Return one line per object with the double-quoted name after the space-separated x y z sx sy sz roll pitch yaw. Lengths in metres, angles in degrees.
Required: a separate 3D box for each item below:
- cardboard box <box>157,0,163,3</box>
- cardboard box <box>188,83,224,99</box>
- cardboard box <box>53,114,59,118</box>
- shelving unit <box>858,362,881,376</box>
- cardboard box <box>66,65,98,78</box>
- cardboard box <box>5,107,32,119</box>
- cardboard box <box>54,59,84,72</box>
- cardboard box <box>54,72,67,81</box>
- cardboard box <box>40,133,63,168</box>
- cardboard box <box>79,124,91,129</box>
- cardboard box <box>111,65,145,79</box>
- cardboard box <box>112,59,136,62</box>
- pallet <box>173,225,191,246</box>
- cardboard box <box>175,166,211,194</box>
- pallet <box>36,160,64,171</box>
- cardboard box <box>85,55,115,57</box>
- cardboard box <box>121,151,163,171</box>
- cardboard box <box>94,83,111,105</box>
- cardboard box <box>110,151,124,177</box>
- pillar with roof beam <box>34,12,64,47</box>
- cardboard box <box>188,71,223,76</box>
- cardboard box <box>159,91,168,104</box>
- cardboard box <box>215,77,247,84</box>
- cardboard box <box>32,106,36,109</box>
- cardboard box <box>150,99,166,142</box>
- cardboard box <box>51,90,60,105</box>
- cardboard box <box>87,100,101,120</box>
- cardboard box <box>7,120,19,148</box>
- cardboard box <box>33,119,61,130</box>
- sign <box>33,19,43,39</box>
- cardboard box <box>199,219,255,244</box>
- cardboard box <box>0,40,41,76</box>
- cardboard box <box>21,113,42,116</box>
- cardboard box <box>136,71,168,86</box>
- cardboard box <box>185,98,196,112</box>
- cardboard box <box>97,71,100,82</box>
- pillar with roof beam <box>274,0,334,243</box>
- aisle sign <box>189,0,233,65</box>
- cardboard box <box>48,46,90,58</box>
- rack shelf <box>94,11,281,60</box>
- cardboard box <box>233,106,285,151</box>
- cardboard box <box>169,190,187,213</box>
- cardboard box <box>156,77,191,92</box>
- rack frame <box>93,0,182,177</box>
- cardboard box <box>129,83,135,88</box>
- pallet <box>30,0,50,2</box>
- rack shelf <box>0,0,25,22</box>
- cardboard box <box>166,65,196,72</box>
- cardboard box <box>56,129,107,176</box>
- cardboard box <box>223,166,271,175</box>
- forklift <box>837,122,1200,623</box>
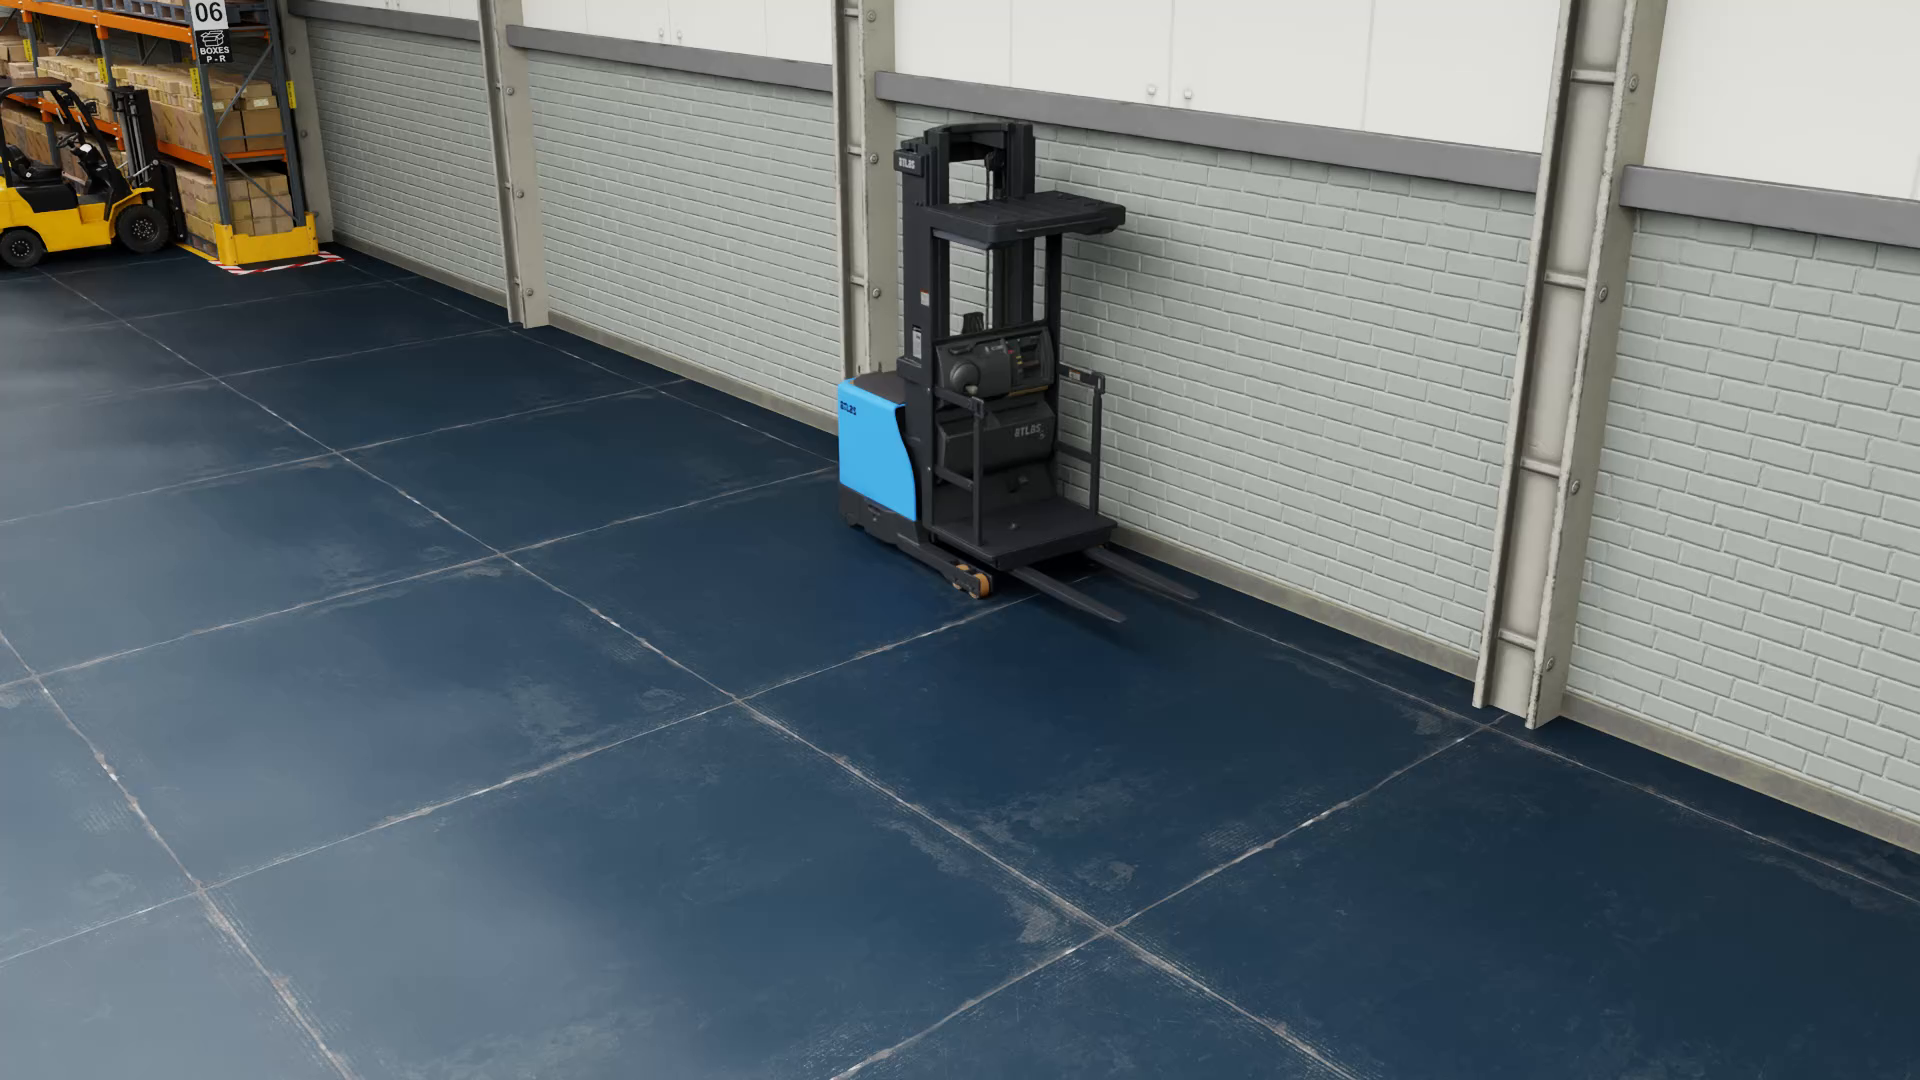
-9.727 -6.798 20.586 0.396 0.266 0.258 -17 27 -37 "cardboard box"
-9.369 -5.592 20.713 0.380 0.149 0.250 -17 27 -37 "cardboard box"
-15.002 -7.102 27.965 0.380 0.149 0.250 -17 27 -37 "cardboard box"
-0.601 -0.798 12.573 0.215 1.050 0.252 -14 24 -32 "shelving unit"
-12.881 -6.891 24.438 0.380 0.149 0.250 -18 28 -39 "cardboard box"
-16.176 -7.355 28.613 0.380 0.149 0.250 -19 28 -40 "cardboard box"
-13.485 -7.188 25.197 0.380 0.149 0.250 -17 27 -37 "cardboard box"
-13.255 -6.900 25.008 0.500 0.250 0.500 -18 28 -39 "cardboard box"
-14.452 -6.303 26.814 0.500 0.500 0.500 -16 27 -36 "cardboard box"
-14.117 -6.757 27.086 0.380 0.149 0.250 -16 26 -35 "cardboard box"
-11.419 -6.429 22.850 0.380 0.149 0.250 -17 27 -36 "cardboard box"
-12.718 -7.189 25.200 0.380 0.149 0.250 -18 28 -38 "cardboard box"
-10.114 -4.235 22.507 1.003 0.211 1.213 -17 27 -37 "pallet"
-10.003 -4.706 21.708 0.500 0.250 0.500 -17 27 -37 "cardboard box"
-14.472 -6.122 27.326 1.003 0.211 1.213 -17 27 -37 "pallet"
-13.392 -7.467 25.908 0.380 0.149 0.250 -17 27 -36 "cardboard box"
-11.324 -5.273 23.156 0.500 0.250 0.500 -18 28 -38 "cardboard box"
-11.916 -6.338 23.573 0.500 0.250 0.500 -18 28 -39 "cardboard box"
-11.751 -5.331 24.163 0.875 0.625 0.625 -16 26 -35 "cardboard box"
-19.657 -10.486 26.417 9.100 9.000 0.400 -17 27 -37 "pillar with roof beam"
-10.012 -6.132 22.093 0.380 0.149 0.250 -16 27 -36 "cardboard box"
-10.085 -5.721 21.452 0.380 0.149 0.250 -17 27 -37 "cardboard box"
-9.327 -5.848 21.366 0.380 0.149 0.250 -17 27 -37 "cardboard box"
-15.989 -7.540 29.083 0.380 0.149 0.250 -17 27 -37 "cardboard box"
-10.314 -5.538 21.874 0.500 0.500 0.500 -17 27 -37 "cardboard box"
-13.584 -6.815 25.475 0.500 0.250 0.500 -18 28 -39 "cardboard box"
-12.262 -6.245 24.021 0.500 0.250 0.500 -18 27 -38 "cardboard box"
-15.801 -6.871 28.266 0.500 0.500 0.500 -18 28 -39 "cardboard box"
-14.867 -6.766 27.109 0.380 0.149 0.250 -19 28 -39 "cardboard box"
-16.206 -8.983 29.218 0.100 0.325 0.005 -17 27 -37 "sign"
-9.337 -3.965 21.188 0.500 0.250 0.500 -17 27 -37 "cardboard box"
-15.627 -8.006 27.598 0.700 0.500 0.500 -18 27 -38 "cardboard box"
-15.493 -7.068 27.879 0.380 0.149 0.250 -17 27 -37 "cardboard box"
-10.726 -6.149 22.135 0.380 0.149 0.250 -18 28 -38 "cardboard box"
-9.419 -5.436 20.724 0.380 0.149 0.250 -17 27 -37 "cardboard box"
-12.095 -6.637 23.791 0.380 0.149 0.250 -17 27 -37 "cardboard box"
-11.824 -7.171 17.952 9.100 9.000 0.400 -17 27 -37 "pillar with roof beam"
-8.971 -6.117 19.925 0.394 0.787 0.004 -17 27 -37 "aisle sign"
-14.231 -7.627 26.631 0.500 0.500 0.500 -16 26 -35 "cardboard box"
-10.096 -6.609 21.619 1.077 0.370 4.000 -17 27 -37 "rack shelf"
-8.904 -5.245 21.124 0.500 0.500 0.500 -16 27 -36 "cardboard box"
-10.018 -4.482 21.823 0.500 0.250 0.500 -18 28 -39 "cardboard box"
-10.093 -5.860 21.397 0.380 0.149 0.250 -17 27 -36 "cardboard box"
-11.402 -6.100 23.446 1.000 3.000 0.127 -17 27 -37 "rack frame"
-10.927 -6.076 22.357 0.380 0.149 0.250 -17 27 -36 "cardboard box"
-13.502 -8.348 25.330 1.213 0.211 1.003 -16 26 -35 "pallet"
-15.318 -8.820 27.262 1.077 0.370 4.000 -17 27 -37 "rack shelf"
-10.649 -6.422 22.833 0.380 0.149 0.250 -18 28 -38 "cardboard box"
-13.616 -6.120 26.176 0.875 0.625 0.625 -16 27 -36 "cardboard box"
-9.290 -4.691 21.671 0.500 0.250 0.500 -17 27 -37 "cardboard box"
0.365 -1.178 10.973 1.130 2.935 3.031 -15 26 -33 "forklift"
